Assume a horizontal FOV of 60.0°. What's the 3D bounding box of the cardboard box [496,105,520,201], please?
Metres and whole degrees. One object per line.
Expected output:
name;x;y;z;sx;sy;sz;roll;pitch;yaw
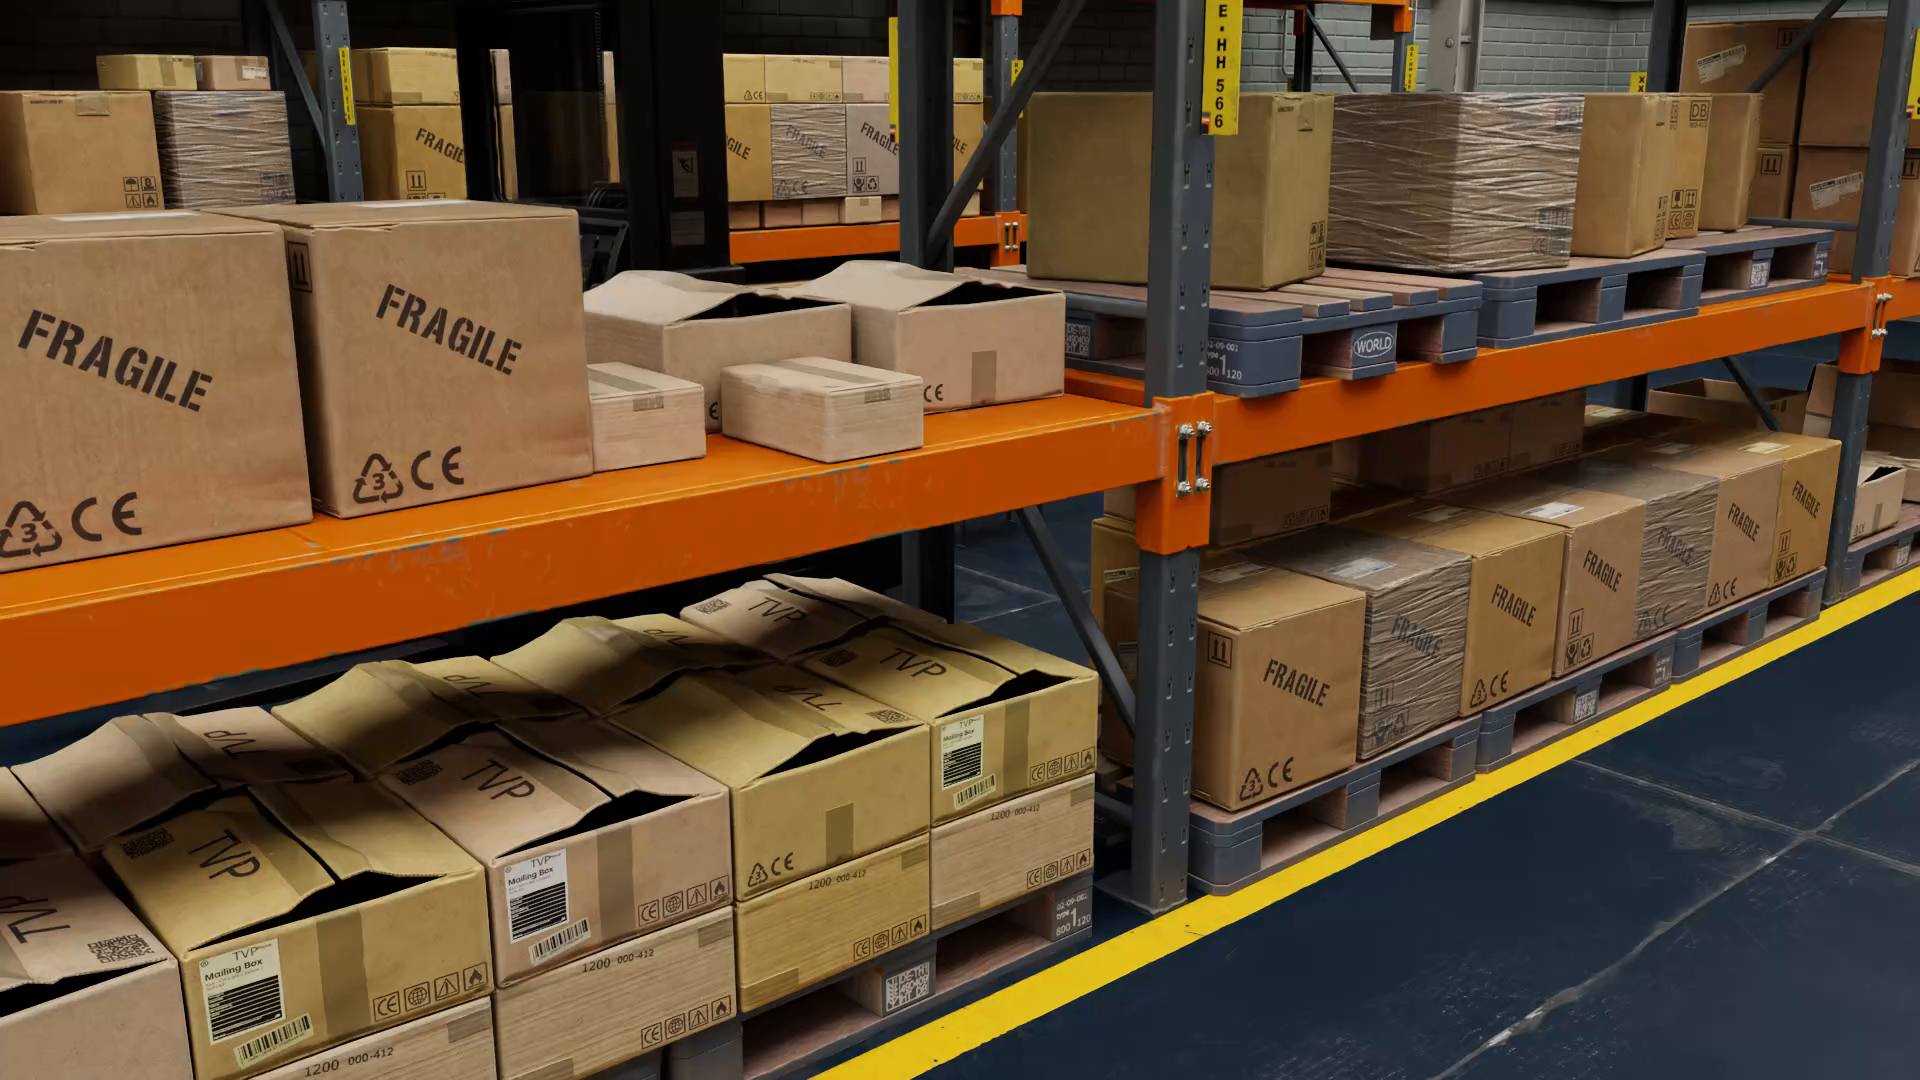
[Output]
cardboard box;-2.111;-1.888;8.198;0.500;0.500;0.500;-12;19;-38

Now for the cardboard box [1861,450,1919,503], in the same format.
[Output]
cardboard box;4.330;-0.302;7.707;0.250;0.166;0.380;-13;19;-39

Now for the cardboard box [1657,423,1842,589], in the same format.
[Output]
cardboard box;3.041;-0.147;6.478;0.500;0.500;0.500;-13;20;-40

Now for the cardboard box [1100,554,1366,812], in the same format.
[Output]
cardboard box;0.739;0.370;4.543;0.500;0.500;0.500;-12;19;-37

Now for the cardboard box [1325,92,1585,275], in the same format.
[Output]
cardboard box;1.424;-1.101;5.052;0.500;0.500;0.700;-9;17;-29

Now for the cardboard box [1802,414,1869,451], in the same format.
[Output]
cardboard box;4.035;-0.473;8.068;0.500;0.311;0.500;-13;19;-39

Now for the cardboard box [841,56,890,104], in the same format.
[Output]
cardboard box;-0.606;-2.595;9.391;0.500;0.250;0.500;-12;19;-38

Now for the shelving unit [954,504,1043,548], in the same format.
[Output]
shelving unit;0.125;-0.608;7.700;0.503;1.200;0.258;-13;19;-39

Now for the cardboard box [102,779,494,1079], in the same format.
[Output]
cardboard box;-1.176;0.646;2.945;0.500;0.311;0.500;-12;19;-38

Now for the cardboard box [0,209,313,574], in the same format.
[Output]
cardboard box;-1.444;-0.275;2.774;0.500;0.500;0.500;-13;19;-39

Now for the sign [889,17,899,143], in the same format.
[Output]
sign;-0.156;-1.229;4.447;0.005;0.325;0.100;-13;19;-39

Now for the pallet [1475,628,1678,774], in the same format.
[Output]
pallet;1.716;0.419;5.773;1.213;0.211;1.003;-13;19;-39

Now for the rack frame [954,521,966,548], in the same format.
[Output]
rack frame;-0.059;-0.566;7.545;0.015;1.200;0.240;-13;19;-39

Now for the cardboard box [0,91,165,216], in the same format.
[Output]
cardboard box;-3.799;-1.647;7.056;0.700;0.500;0.500;14;20;42

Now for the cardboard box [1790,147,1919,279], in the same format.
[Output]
cardboard box;3.789;-1.363;6.846;0.500;0.500;0.500;-12;19;-38

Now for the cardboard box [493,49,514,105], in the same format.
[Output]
cardboard box;-2.130;-2.249;8.096;0.500;0.250;0.500;-13;20;-40

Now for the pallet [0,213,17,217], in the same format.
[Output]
pallet;-3.514;-1.333;7.300;1.003;0.211;1.213;-13;19;-39

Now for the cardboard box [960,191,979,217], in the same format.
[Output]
cardboard box;-0.098;-2.021;9.951;0.250;0.149;0.380;-12;19;-39

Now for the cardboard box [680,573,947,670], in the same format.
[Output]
cardboard box;-0.380;0.283;4.307;0.500;0.311;0.500;-12;19;-38

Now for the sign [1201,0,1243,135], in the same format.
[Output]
sign;0.575;-1.055;3.645;0.005;0.325;0.100;-13;19;-39

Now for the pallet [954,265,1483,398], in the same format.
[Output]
pallet;0.673;-0.639;4.703;1.003;0.211;1.213;-13;19;-39

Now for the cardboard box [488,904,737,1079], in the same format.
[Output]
cardboard box;-0.797;0.831;3.340;0.500;0.250;0.500;-12;19;-38

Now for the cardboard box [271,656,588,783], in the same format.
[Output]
cardboard box;-1.157;0.459;3.646;0.500;0.311;0.500;-13;20;-41

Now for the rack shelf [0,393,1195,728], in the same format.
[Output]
rack shelf;-1.301;0.083;3.021;4.000;0.370;1.077;-13;19;-39

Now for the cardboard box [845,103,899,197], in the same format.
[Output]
cardboard box;-0.590;-2.231;9.481;0.500;0.500;0.500;-12;19;-39

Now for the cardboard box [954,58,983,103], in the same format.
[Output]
cardboard box;-0.214;-2.680;9.709;0.500;0.250;0.500;-12;19;-38

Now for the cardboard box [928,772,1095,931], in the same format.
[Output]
cardboard box;-0.029;0.659;3.986;0.500;0.250;0.500;-12;19;-38

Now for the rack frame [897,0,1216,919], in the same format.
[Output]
rack frame;0.208;-0.604;4.197;0.127;3.000;1.000;-13;19;-39

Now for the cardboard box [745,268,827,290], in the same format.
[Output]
cardboard box;-1.103;-1.123;9.492;0.750;0.750;0.750;-12;19;-38

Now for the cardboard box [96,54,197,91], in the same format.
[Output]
cardboard box;-3.520;-2.020;7.196;0.380;0.149;0.250;12;19;38

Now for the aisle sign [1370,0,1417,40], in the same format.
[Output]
aisle sign;3.239;-4.132;12.370;0.004;0.787;0.394;-13;19;-39

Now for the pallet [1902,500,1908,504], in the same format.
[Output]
pallet;4.665;-0.258;8.306;1.213;0.211;1.003;-13;19;-39

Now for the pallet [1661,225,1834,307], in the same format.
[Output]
pallet;2.551;-1.074;6.331;1.213;0.211;1.003;-13;19;-39

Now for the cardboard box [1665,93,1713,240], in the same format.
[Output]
cardboard box;2.244;-1.367;6.047;0.500;0.500;0.700;-9;17;-31

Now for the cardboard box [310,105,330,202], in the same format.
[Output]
cardboard box;-2.864;-1.900;8.243;0.500;0.500;0.500;-12;19;-39

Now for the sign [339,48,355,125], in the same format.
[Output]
sign;-2.683;-1.984;7.276;0.005;0.325;0.100;-13;19;-39

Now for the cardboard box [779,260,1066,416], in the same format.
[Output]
cardboard box;-0.095;-0.507;4.010;0.500;0.311;0.500;-11;19;-36

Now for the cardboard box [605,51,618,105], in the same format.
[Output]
cardboard box;-1.756;-2.335;8.416;0.500;0.250;0.500;-12;19;-39

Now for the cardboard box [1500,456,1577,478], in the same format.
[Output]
cardboard box;1.923;-0.076;6.213;0.500;0.500;0.500;-12;19;-39

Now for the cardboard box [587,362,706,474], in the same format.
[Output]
cardboard box;-0.717;-0.255;3.380;0.250;0.149;0.380;-11;18;-35

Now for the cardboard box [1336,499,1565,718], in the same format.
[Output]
cardboard box;1.512;0.196;5.194;0.500;0.500;0.500;-13;20;-40

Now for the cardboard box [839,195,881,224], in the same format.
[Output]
cardboard box;-0.659;-1.882;9.432;0.250;0.149;0.380;-13;19;-39

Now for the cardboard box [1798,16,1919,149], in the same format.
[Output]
cardboard box;3.765;-1.838;6.686;0.500;0.500;0.500;-12;19;-38

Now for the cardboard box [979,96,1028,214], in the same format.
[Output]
cardboard box;0.391;-2.479;10.635;0.700;0.700;0.980;-12;19;-39

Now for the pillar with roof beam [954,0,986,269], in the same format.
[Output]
pillar with roof beam;2.757;-4.592;7.504;0.400;9.000;9.100;-13;19;-39

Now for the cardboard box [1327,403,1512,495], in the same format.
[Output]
cardboard box;1.568;-0.359;5.821;0.500;0.250;0.500;-13;20;-40

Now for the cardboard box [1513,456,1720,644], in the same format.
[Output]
cardboard box;2.284;0.020;5.853;0.500;0.500;0.500;-12;19;-39

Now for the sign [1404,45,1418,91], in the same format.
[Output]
sign;3.334;-3.488;12.294;0.005;0.325;0.100;-13;19;-39

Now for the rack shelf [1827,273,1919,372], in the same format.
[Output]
rack shelf;4.734;-1.272;8.095;4.000;0.370;1.077;-13;19;-39

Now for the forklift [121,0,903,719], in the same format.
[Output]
forklift;-1.617;-0.997;5.803;1.130;2.935;3.031;14;21;43

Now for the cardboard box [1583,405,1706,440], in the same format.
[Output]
cardboard box;2.700;-0.252;6.870;0.500;0.500;0.500;-14;20;-42

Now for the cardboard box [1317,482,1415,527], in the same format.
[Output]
cardboard box;1.150;0.100;5.555;0.500;0.500;0.500;-14;20;-41

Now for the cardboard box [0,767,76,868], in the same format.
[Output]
cardboard box;-1.926;0.631;3.004;0.500;0.311;0.500;-13;20;-40

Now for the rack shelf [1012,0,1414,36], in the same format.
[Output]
rack shelf;1.479;-3.685;11.316;4.000;0.370;1.077;-13;19;-39

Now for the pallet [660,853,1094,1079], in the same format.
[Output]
pallet;-0.439;0.876;4.063;1.213;0.211;1.003;-13;19;-39

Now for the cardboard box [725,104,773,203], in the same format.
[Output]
cardboard box;-1.348;-2.062;8.848;0.500;0.500;0.500;-12;19;-38

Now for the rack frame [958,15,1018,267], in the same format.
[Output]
rack frame;-0.029;-2.245;10.342;0.127;3.000;1.000;-13;19;-39

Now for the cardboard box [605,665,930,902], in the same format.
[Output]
cardboard box;-0.413;0.477;3.579;0.500;0.311;0.500;-13;20;-40

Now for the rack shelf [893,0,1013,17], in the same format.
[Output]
rack shelf;-1.538;-3.008;8.779;4.000;0.370;1.077;-13;19;-39

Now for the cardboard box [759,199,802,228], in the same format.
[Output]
cardboard box;-1.086;-1.814;9.177;0.250;0.149;0.380;-13;20;-41
